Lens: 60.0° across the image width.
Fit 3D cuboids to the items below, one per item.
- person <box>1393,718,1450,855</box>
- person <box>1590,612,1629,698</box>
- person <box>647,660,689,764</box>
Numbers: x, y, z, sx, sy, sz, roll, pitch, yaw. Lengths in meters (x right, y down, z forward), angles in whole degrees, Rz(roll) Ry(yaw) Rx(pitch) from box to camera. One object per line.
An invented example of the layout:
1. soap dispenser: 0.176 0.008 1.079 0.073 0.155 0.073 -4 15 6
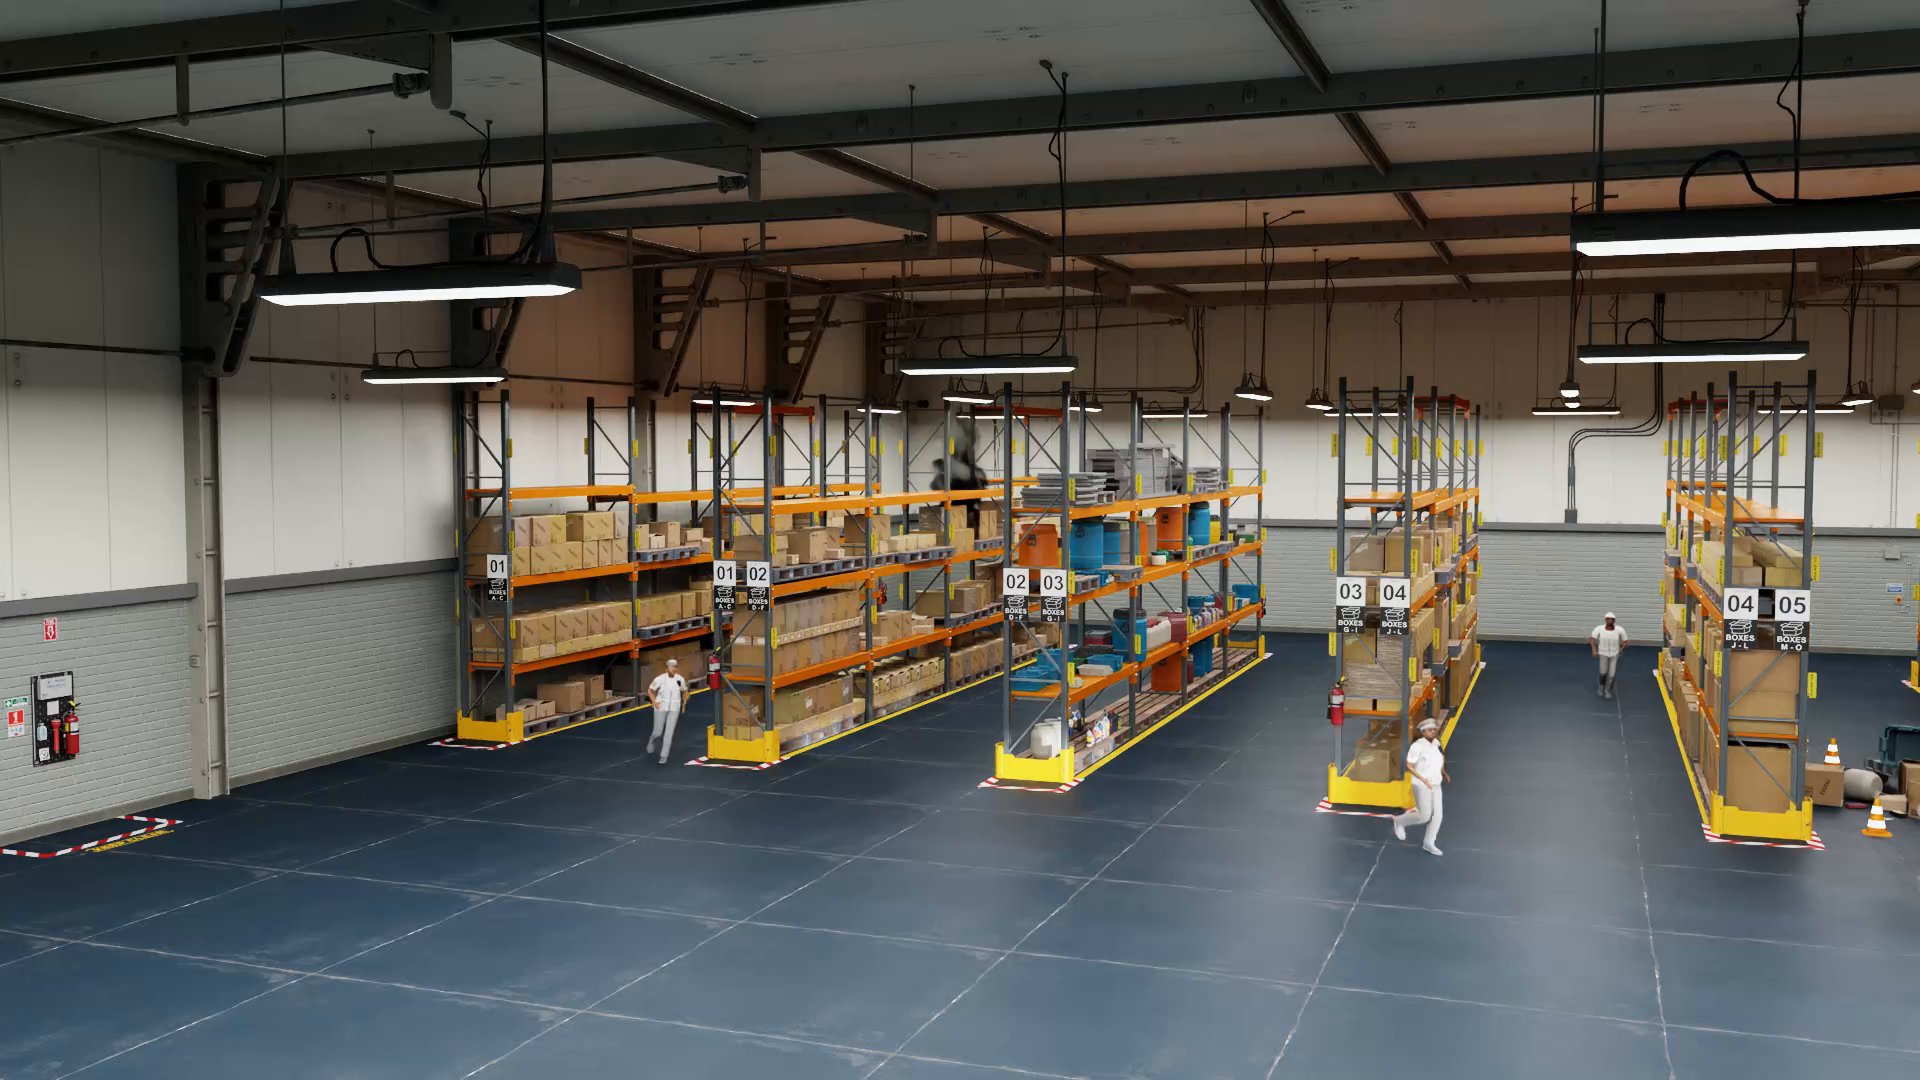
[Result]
1. person: 5.788 3.041 20.738 0.582 1.681 0.671 -2 4 -29
2. person: 12.959 2.305 33.163 0.706 1.729 0.574 1 3 18
3. person: -4.672 2.730 26.711 0.669 1.621 0.766 -1 3 -19
